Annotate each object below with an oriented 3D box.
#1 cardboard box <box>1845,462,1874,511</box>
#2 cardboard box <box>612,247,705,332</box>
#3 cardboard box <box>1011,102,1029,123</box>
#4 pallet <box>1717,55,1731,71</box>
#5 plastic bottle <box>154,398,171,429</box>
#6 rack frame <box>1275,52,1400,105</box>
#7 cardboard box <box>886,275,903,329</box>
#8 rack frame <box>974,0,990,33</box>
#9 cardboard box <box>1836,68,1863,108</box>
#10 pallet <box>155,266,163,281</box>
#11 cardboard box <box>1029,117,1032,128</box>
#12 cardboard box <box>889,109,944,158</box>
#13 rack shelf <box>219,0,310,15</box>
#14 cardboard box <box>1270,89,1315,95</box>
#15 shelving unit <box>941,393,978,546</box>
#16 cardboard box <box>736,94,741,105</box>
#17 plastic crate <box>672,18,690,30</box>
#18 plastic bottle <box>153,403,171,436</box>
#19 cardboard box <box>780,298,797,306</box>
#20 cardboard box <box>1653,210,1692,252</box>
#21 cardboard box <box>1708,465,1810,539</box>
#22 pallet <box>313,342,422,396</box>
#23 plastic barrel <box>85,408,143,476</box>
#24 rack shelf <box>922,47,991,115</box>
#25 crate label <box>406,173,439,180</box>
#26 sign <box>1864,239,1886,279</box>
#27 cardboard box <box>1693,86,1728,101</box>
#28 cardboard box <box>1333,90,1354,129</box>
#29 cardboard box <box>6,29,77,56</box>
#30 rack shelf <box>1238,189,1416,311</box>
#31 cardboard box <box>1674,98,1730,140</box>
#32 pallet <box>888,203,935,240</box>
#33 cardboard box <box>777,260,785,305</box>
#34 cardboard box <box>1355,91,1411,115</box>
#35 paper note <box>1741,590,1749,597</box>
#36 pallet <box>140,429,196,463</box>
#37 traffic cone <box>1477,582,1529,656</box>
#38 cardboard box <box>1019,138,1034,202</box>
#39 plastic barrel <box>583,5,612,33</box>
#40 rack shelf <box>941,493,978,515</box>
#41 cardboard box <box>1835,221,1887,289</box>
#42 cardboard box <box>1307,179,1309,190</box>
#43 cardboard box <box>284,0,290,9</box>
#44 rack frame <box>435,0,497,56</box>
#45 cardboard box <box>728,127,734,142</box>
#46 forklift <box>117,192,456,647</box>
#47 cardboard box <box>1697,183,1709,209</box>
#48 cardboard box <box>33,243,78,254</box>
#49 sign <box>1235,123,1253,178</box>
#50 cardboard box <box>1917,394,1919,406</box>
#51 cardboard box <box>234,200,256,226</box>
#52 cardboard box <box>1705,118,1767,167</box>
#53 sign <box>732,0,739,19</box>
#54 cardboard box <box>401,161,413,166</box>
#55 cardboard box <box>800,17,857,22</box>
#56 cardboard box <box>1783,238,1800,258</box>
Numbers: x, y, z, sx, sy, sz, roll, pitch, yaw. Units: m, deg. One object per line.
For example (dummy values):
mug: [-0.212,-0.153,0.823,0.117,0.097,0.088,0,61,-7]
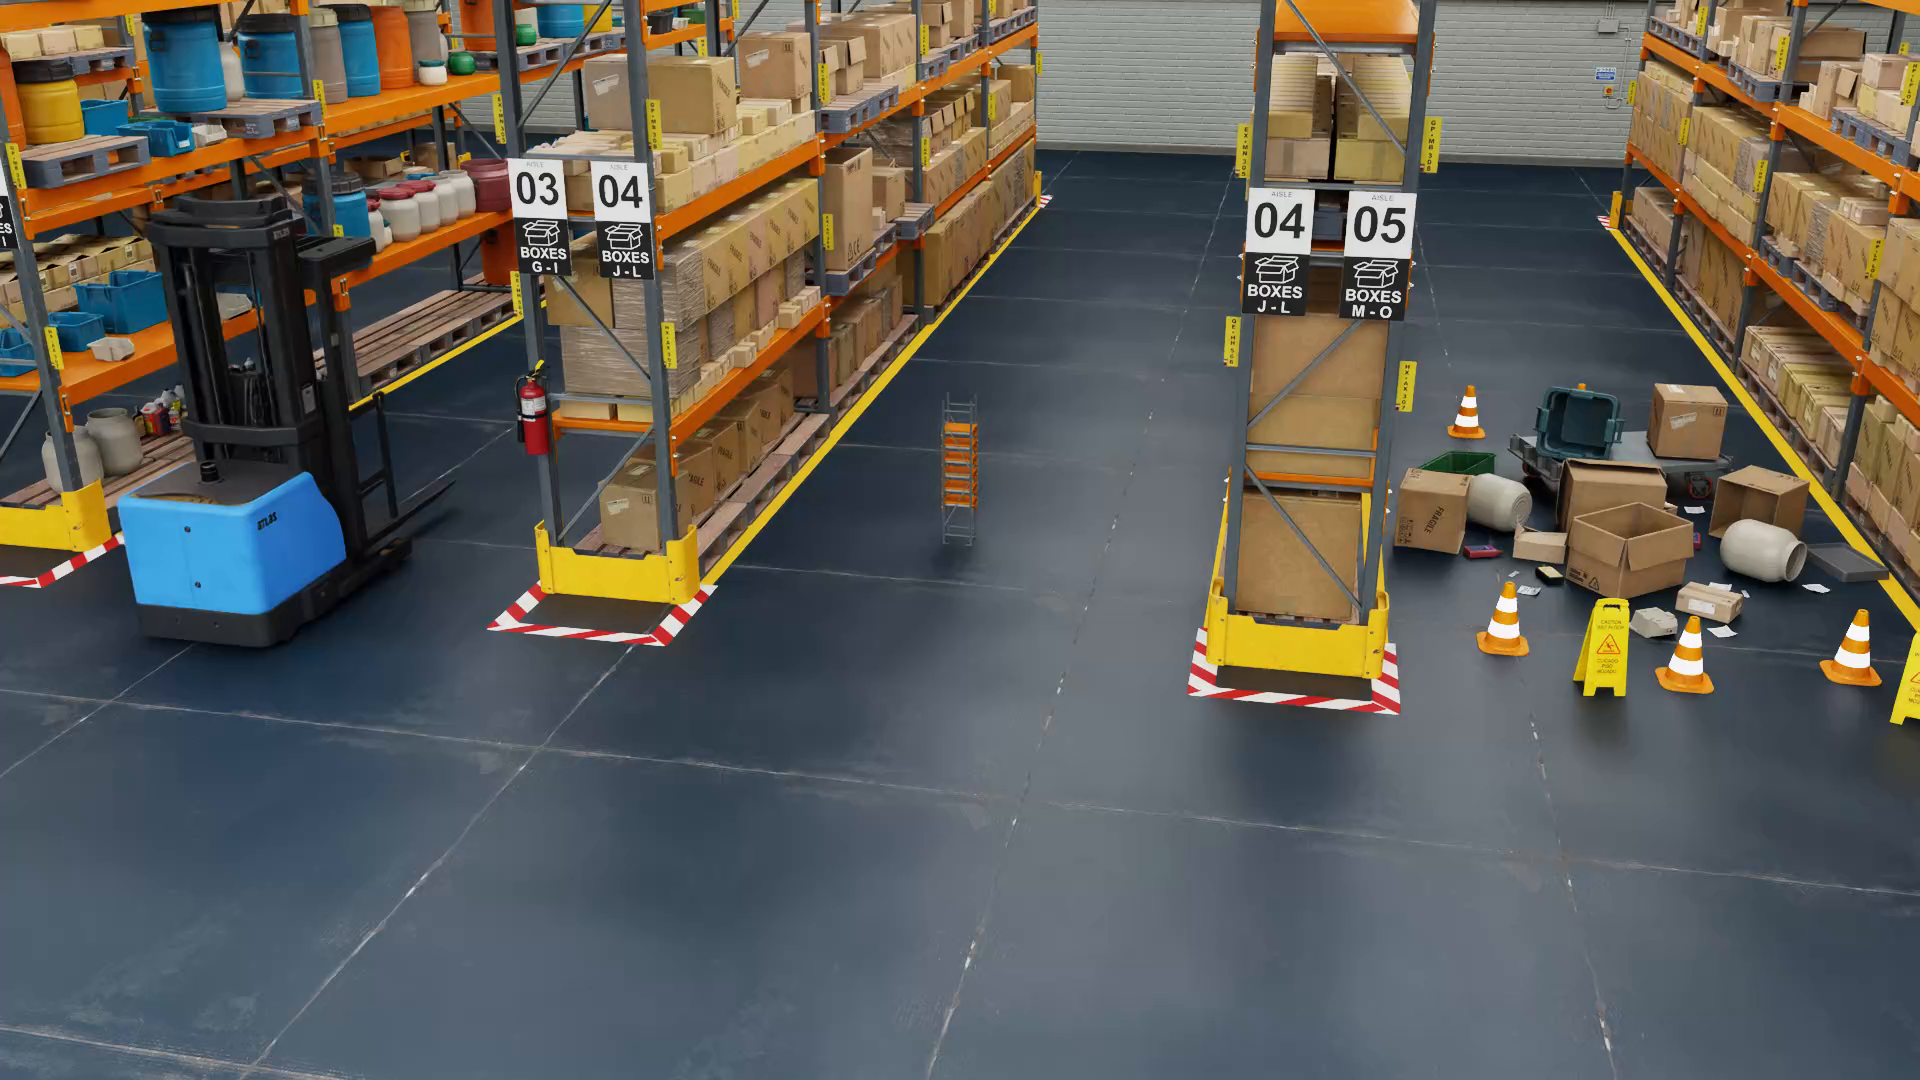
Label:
cardboard box: [7.575,-0.424,13.539,0.500,0.250,0.500,3,22,8]
cardboard box: [-2.179,-1.820,12.019,0.500,0.500,0.500,4,22,11]
cardboard box: [0.764,-6.529,25.383,0.500,0.250,0.500,4,22,10]
pallet: [9.453,-5.589,19.486,0.805,0.209,1.217,4,22,9]
plastic bottle: [-7.355,-1.156,15.296,0.152,0.276,0.135,4,22,9]
rack frame: [3.093,-4.823,13.313,1.000,3.000,0.127,4,22,11]
cardboard box: [-1.043,-2.716,18.869,0.700,0.500,0.500,3,22,8]
rack frame: [-0.109,-8.163,21.608,1.000,3.000,0.127,4,22,11]
cardboard box: [8.493,-4.042,15.250,0.797,0.503,0.637,4,22,11]
pallet: [-10.433,-3.651,22.167,1.003,0.211,1.213,4,22,11]
cardboard box: [0.905,-6.476,25.786,0.380,0.149,0.250,5,22,11]
cardboard box: [-0.625,-4.934,20.142,0.797,0.503,0.637,5,22,12]
rack shelf: [-6.182,-5.827,17.306,1.077,0.370,4.000,4,22,11]
cardboard box: [2.222,-2.983,11.333,0.380,0.149,0.250,5,22,11]
shelving unit: [-0.003,-0.551,13.147,0.258,1.200,0.189,4,22,11]
cardboard box: [-2.097,-3.764,14.366,0.380,0.149,0.250,3,22,8]
plastic crate: [-4.321,-7.716,24.864,0.437,0.136,0.530,4,22,11]
plastic bottle: [-7.279,-1.101,15.149,0.061,0.283,0.133,4,22,11]
cardboard box: [-1.668,-2.060,14.819,0.380,0.149,0.250,4,22,11]
cardboard box: [10.007,-4.180,22.616,0.875,0.438,0.875,4,22,9]
cardboard box: [6.409,-0.253,13.339,0.500,0.500,0.500,-16,27,-35]
pallet: [-6.468,-1.829,17.643,1.003,0.211,1.213,4,22,11]
plastic barrel: [-7.245,-0.840,14.223,0.421,0.512,0.421,0,22,0]
rack shelf: [-0.517,-5.707,20.487,1.077,0.370,4.000,4,22,11]
crate label: [-6.242,-3.969,19.176,0.502,0.435,0.616,4,22,11]
sign: [7.416,-2.277,13.474,0.100,0.325,0.005,4,22,11]
cardboard box: [9.504,-5.661,21.085,0.380,0.149,0.250,5,22,12]
cardboard box: [3.037,-3.174,12.340,0.500,0.250,0.500,4,22,10]
cardboard box: [-10.749,-5.828,19.462,0.500,0.250,0.500,5,22,12]
rack shelf: [2.685,-2.366,12.191,1.077,0.370,4.000,4,22,11]
cardboard box: [9.418,-5.329,21.128,0.500,0.500,0.500,4,22,10]
pallet: [-0.967,-3.560,18.465,1.213,0.211,1.003,4,22,11]
cardboard box: [-2.031,-2.299,14.546,0.875,0.500,0.500,4,22,11]
cardboard box: [2.865,-2.932,11.208,0.380,0.149,0.250,4,22,10]
paper note: [5.846,0.400,12.376,0.032,0.001,0.123,4,22,11]
pallet: [-7.015,-0.849,15.209,1.003,0.211,1.213,4,22,11]
traffic cone: [3.776,0.514,11.489,0.336,0.463,0.334,4,22,11]
cardboard box: [0.655,-5.813,26.083,0.875,0.875,0.875,4,22,11]
plastic barrel: [-4.946,-7.082,22.125,0.600,0.588,0.600,0,22,0]
rack shelf: [-0.003,-0.287,13.253,0.258,0.103,0.180,4,22,11]
cardboard box: [7.929,-2.446,14.349,0.500,0.500,0.500,5,22,11]
cardboard box: [2.065,-2.332,10.785,0.380,0.149,0.250,5,22,11]
cardboard box: [-9.973,-7.889,24.474,0.500,0.250,0.500,4,22,11]
rack frame: [-5.774,-7.078,18.913,1.000,3.000,0.127,4,22,11]
cardboard box: [-1.971,-3.150,12.841,0.380,0.149,0.250,4,22,10]
forklift: [-4.911,-1.145,12.305,1.130,2.935,3.031,5,22,11]
cardboard box: [9.020,-4.039,19.599,0.500,0.250,0.500,4,22,10]
cardboard box: [-11.116,-3.492,20.407,0.500,0.311,0.500,4,22,10]
sign: [1.749,-2.389,10.205,0.100,0.325,0.005,4,22,11]
cardboard box: [7.311,-1.025,12.250,0.380,0.149,0.250,5,22,11]
cardboard box: [-9.940,-4.430,23.125,0.500,0.500,0.500,4,22,9]
cardboard box: [9.039,-4.625,19.380,0.500,0.500,0.500,4,22,10]
sign: [-3.600,-8.528,26.668,0.100,0.325,0.005,4,22,11]
cardboard box: [-9.481,-6.169,27.777,0.500,0.250,0.500,4,22,11]
cardboard box: [-1.380,-5.250,17.586,0.500,0.500,0.500,5,22,11]
cardboard box: [8.260,-2.839,16.193,0.380,0.149,0.250,5,22,11]
